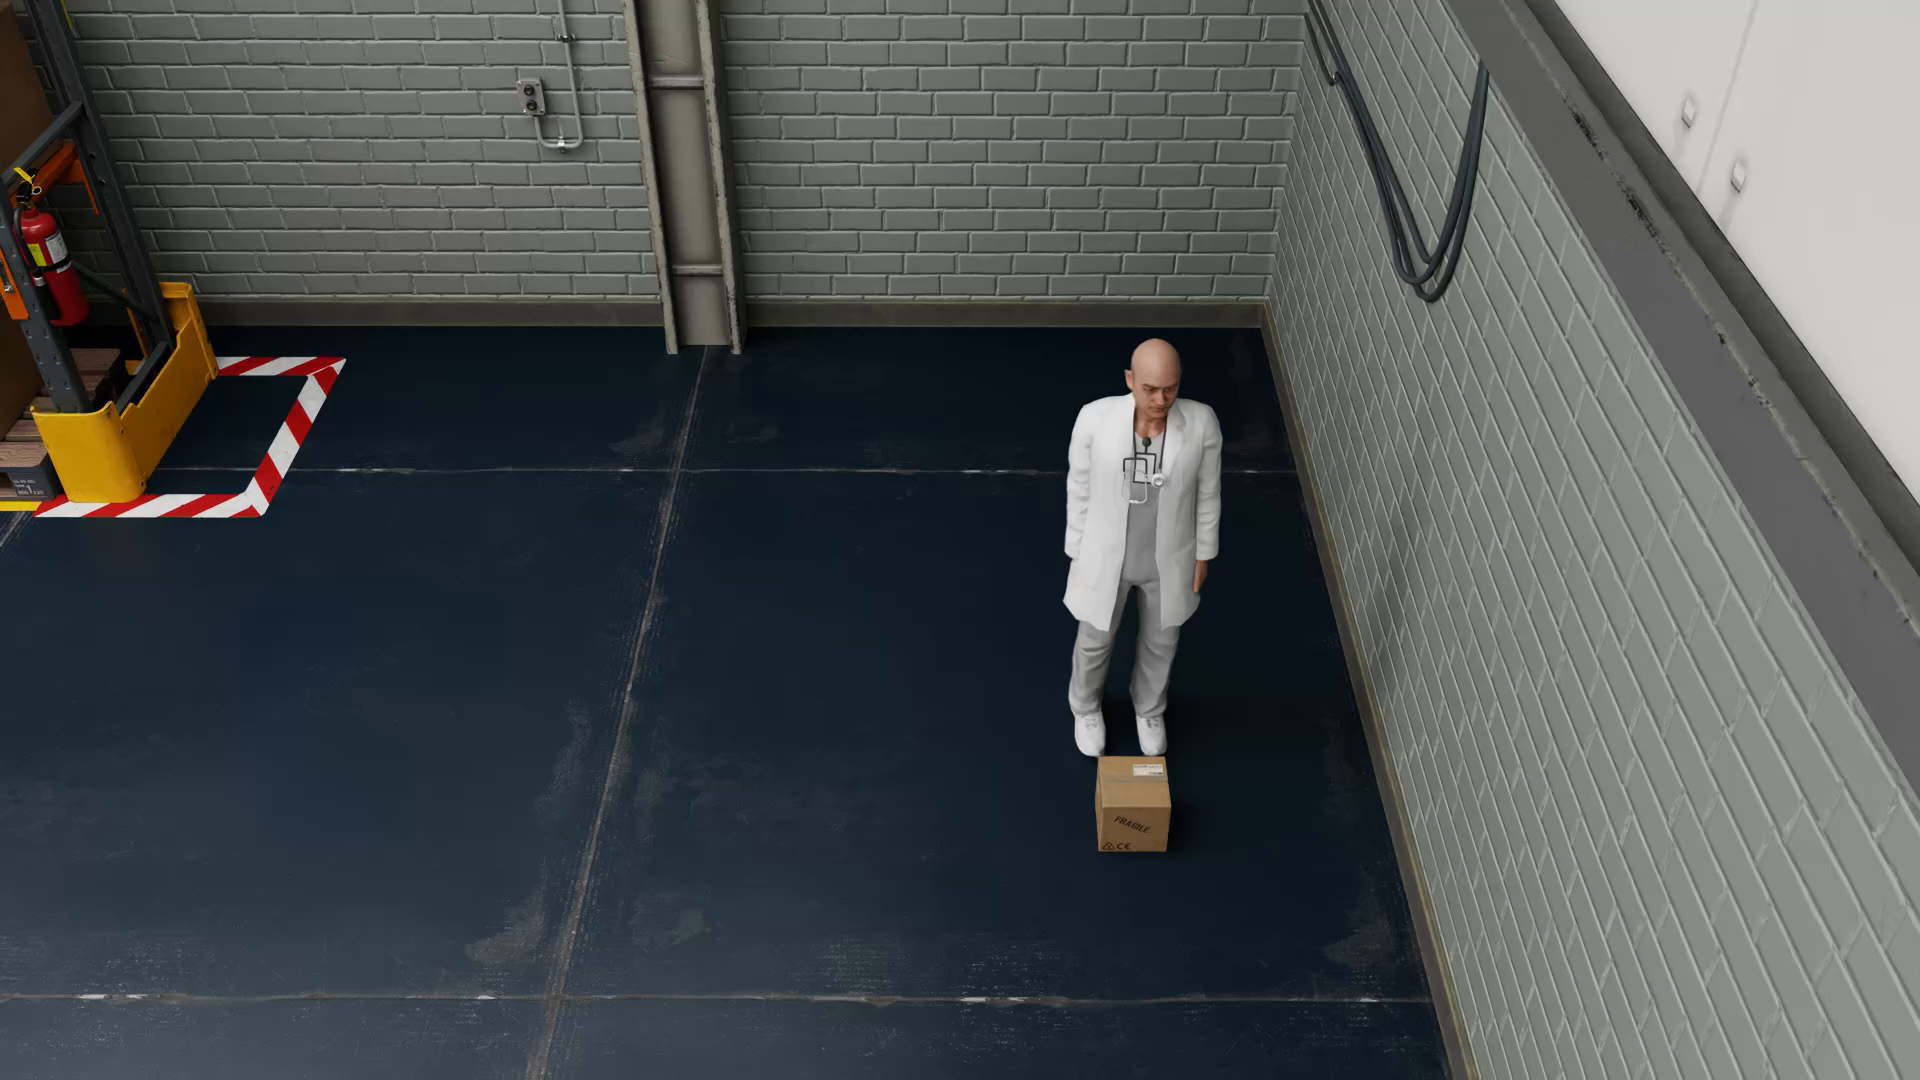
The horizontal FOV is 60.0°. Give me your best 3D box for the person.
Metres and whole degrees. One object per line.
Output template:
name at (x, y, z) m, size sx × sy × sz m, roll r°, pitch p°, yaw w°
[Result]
person at (0.663, 0.070, 6.100) m, size 0.564 × 1.756 × 0.380 m, roll 1°, pitch 39°, yaw 1°
